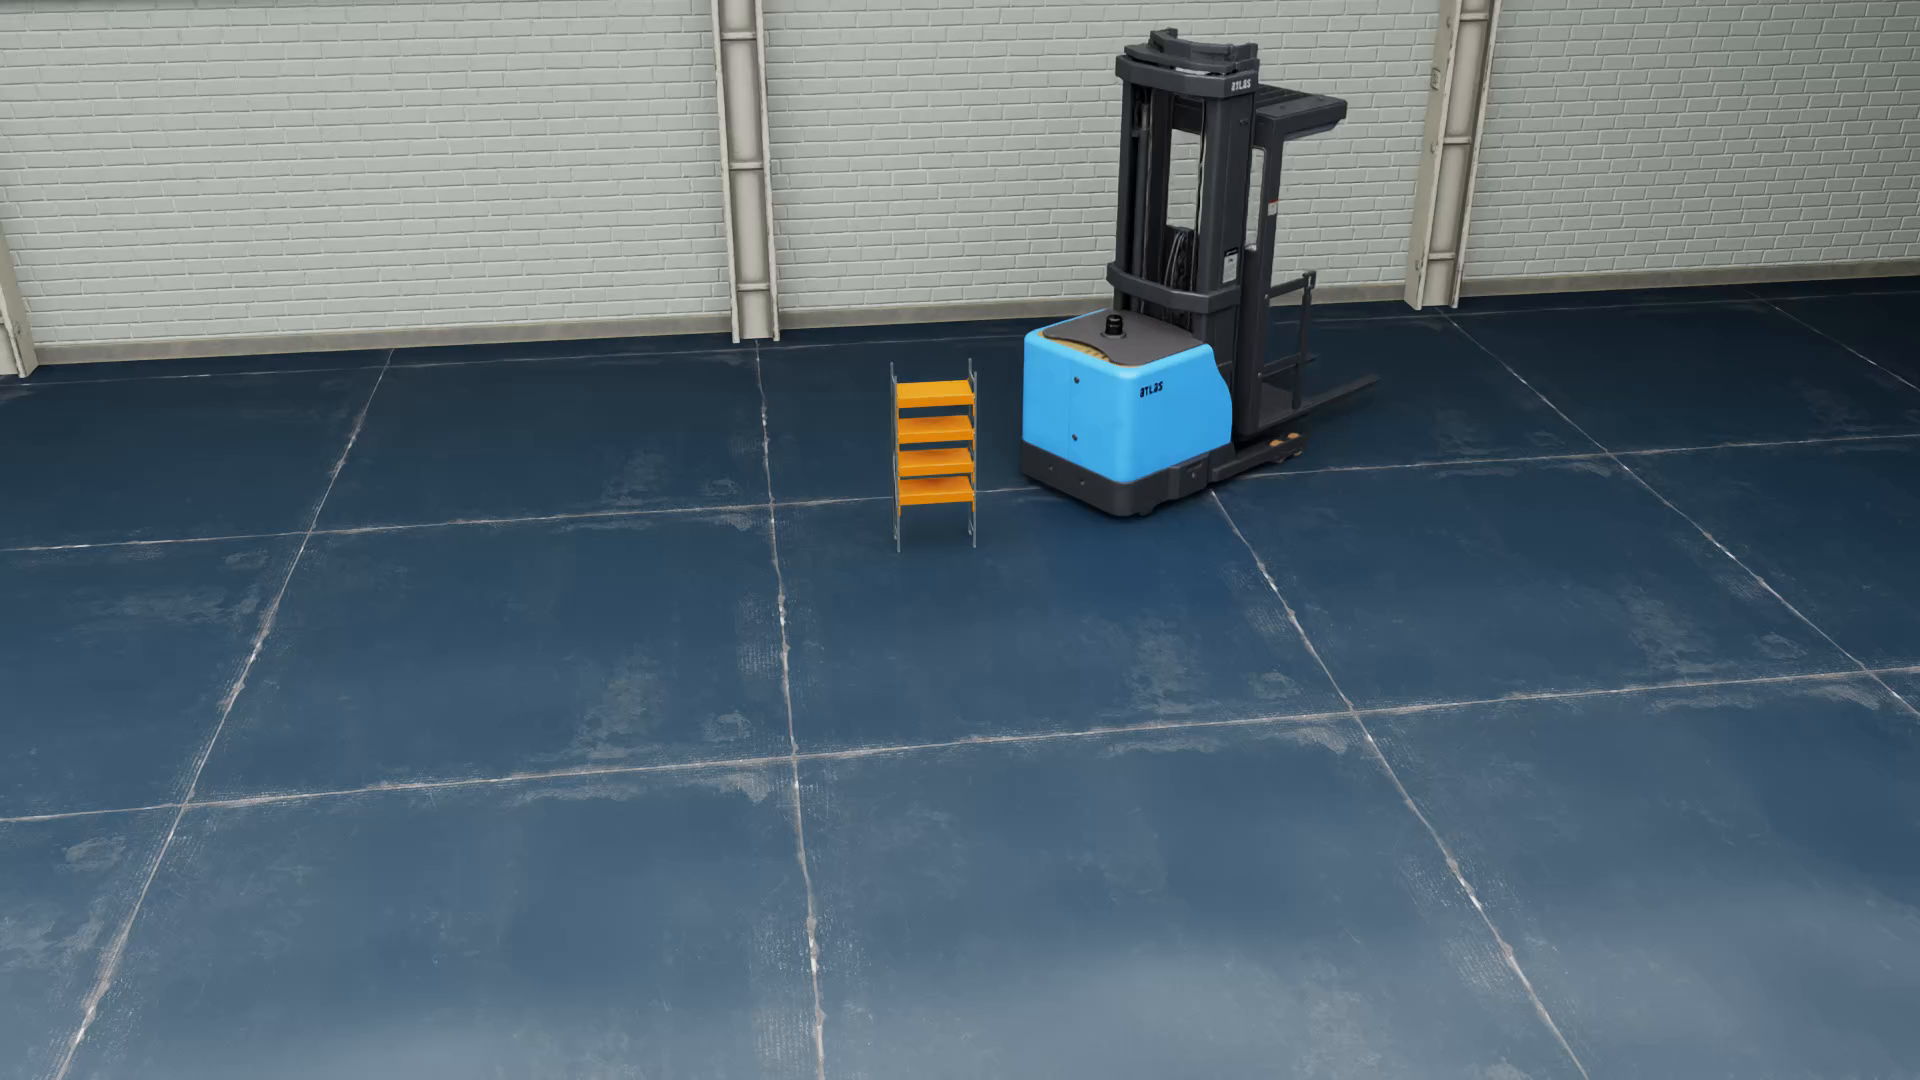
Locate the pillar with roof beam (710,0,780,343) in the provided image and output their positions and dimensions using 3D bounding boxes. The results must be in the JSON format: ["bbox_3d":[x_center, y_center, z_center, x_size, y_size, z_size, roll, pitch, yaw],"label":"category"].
[{"bbox_3d":[-1.135,-3.796,8.291,0.400,9.000,9.100,-4,27,-7],"label":"pillar with roof beam"}]

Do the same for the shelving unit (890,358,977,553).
[{"bbox_3d":[-0.164,-0.523,10.456,0.503,1.200,0.258,-4,27,-7],"label":"shelving unit"}]

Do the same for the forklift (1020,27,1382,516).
[{"bbox_3d":[1.858,-2.008,11.453,3.031,2.935,1.130,-22,34,-36],"label":"forklift"}]

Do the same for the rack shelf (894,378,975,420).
[{"bbox_3d":[-0.164,-0.873,10.276,0.480,0.148,0.258,-4,27,-7],"label":"rack shelf"}]

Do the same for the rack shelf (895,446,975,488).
[{"bbox_3d":[-0.164,-0.463,10.486,0.480,0.148,0.258,-4,27,-7],"label":"rack shelf"}]

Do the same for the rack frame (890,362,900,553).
[{"bbox_3d":[-0.406,-0.508,10.425,0.015,1.200,0.240,-4,27,-7],"label":"rack frame"}]

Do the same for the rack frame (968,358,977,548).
[{"bbox_3d":[0.078,-0.539,10.486,0.015,1.200,0.240,-4,27,-7],"label":"rack frame"}]

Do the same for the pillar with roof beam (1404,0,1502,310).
[{"bbox_3d":[4.807,-4.178,9.035,0.400,9.000,9.100,-4,27,-7],"label":"pillar with roof beam"}]

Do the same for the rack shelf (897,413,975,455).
[{"bbox_3d":[-0.164,-0.662,10.384,0.480,0.148,0.258,-4,27,-7],"label":"rack shelf"}]

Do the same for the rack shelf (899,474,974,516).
[{"bbox_3d":[-0.164,-0.287,10.577,0.480,0.148,0.258,-4,27,-7],"label":"rack shelf"}]

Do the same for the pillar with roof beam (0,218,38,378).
[{"bbox_3d":[-7.076,-3.415,7.548,0.400,9.000,9.100,-4,27,-7],"label":"pillar with roof beam"}]
